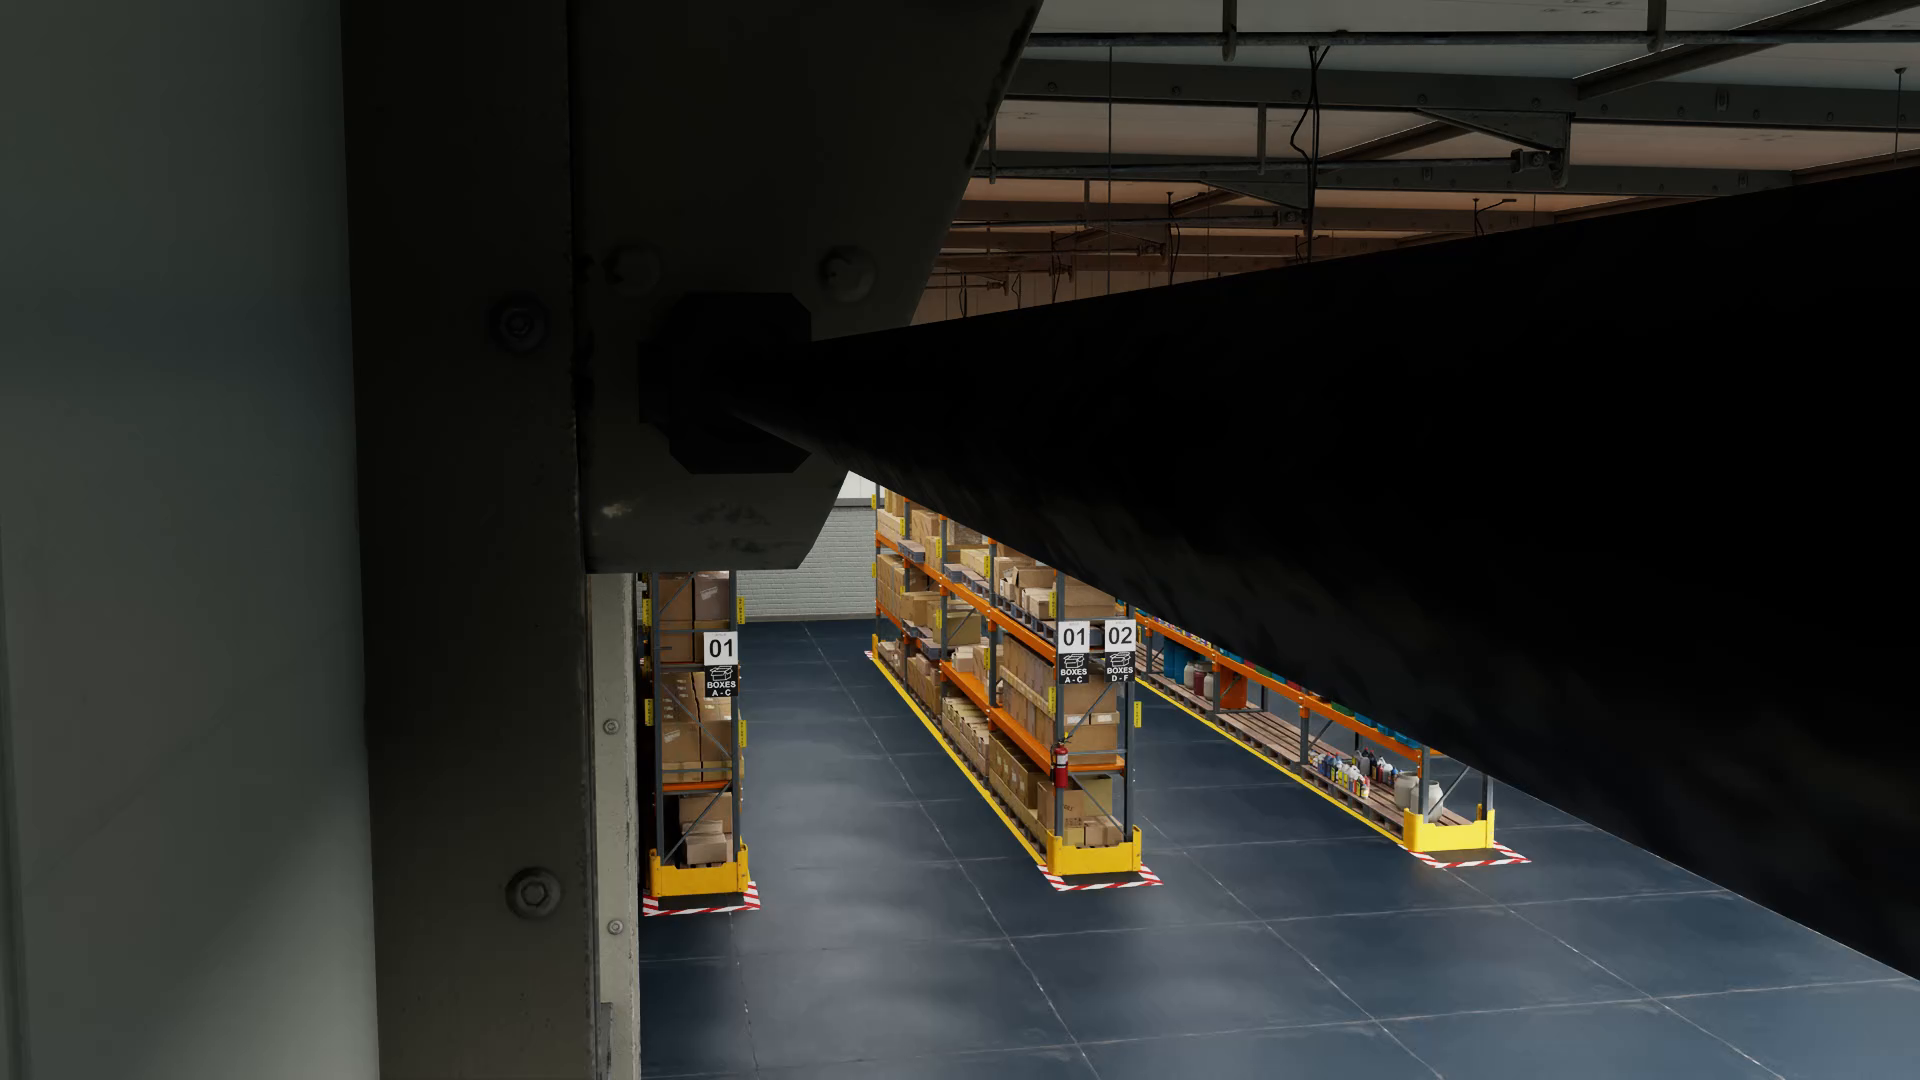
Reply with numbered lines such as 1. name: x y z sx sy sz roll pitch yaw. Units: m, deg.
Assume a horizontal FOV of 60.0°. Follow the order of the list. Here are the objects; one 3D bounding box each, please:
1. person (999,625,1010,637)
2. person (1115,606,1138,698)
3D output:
1. person: 1.024 1.907 34.760 0.705 1.761 0.851 -2 6 -17
2. person: 3.013 2.048 30.973 0.624 1.687 0.720 0 6 -2
